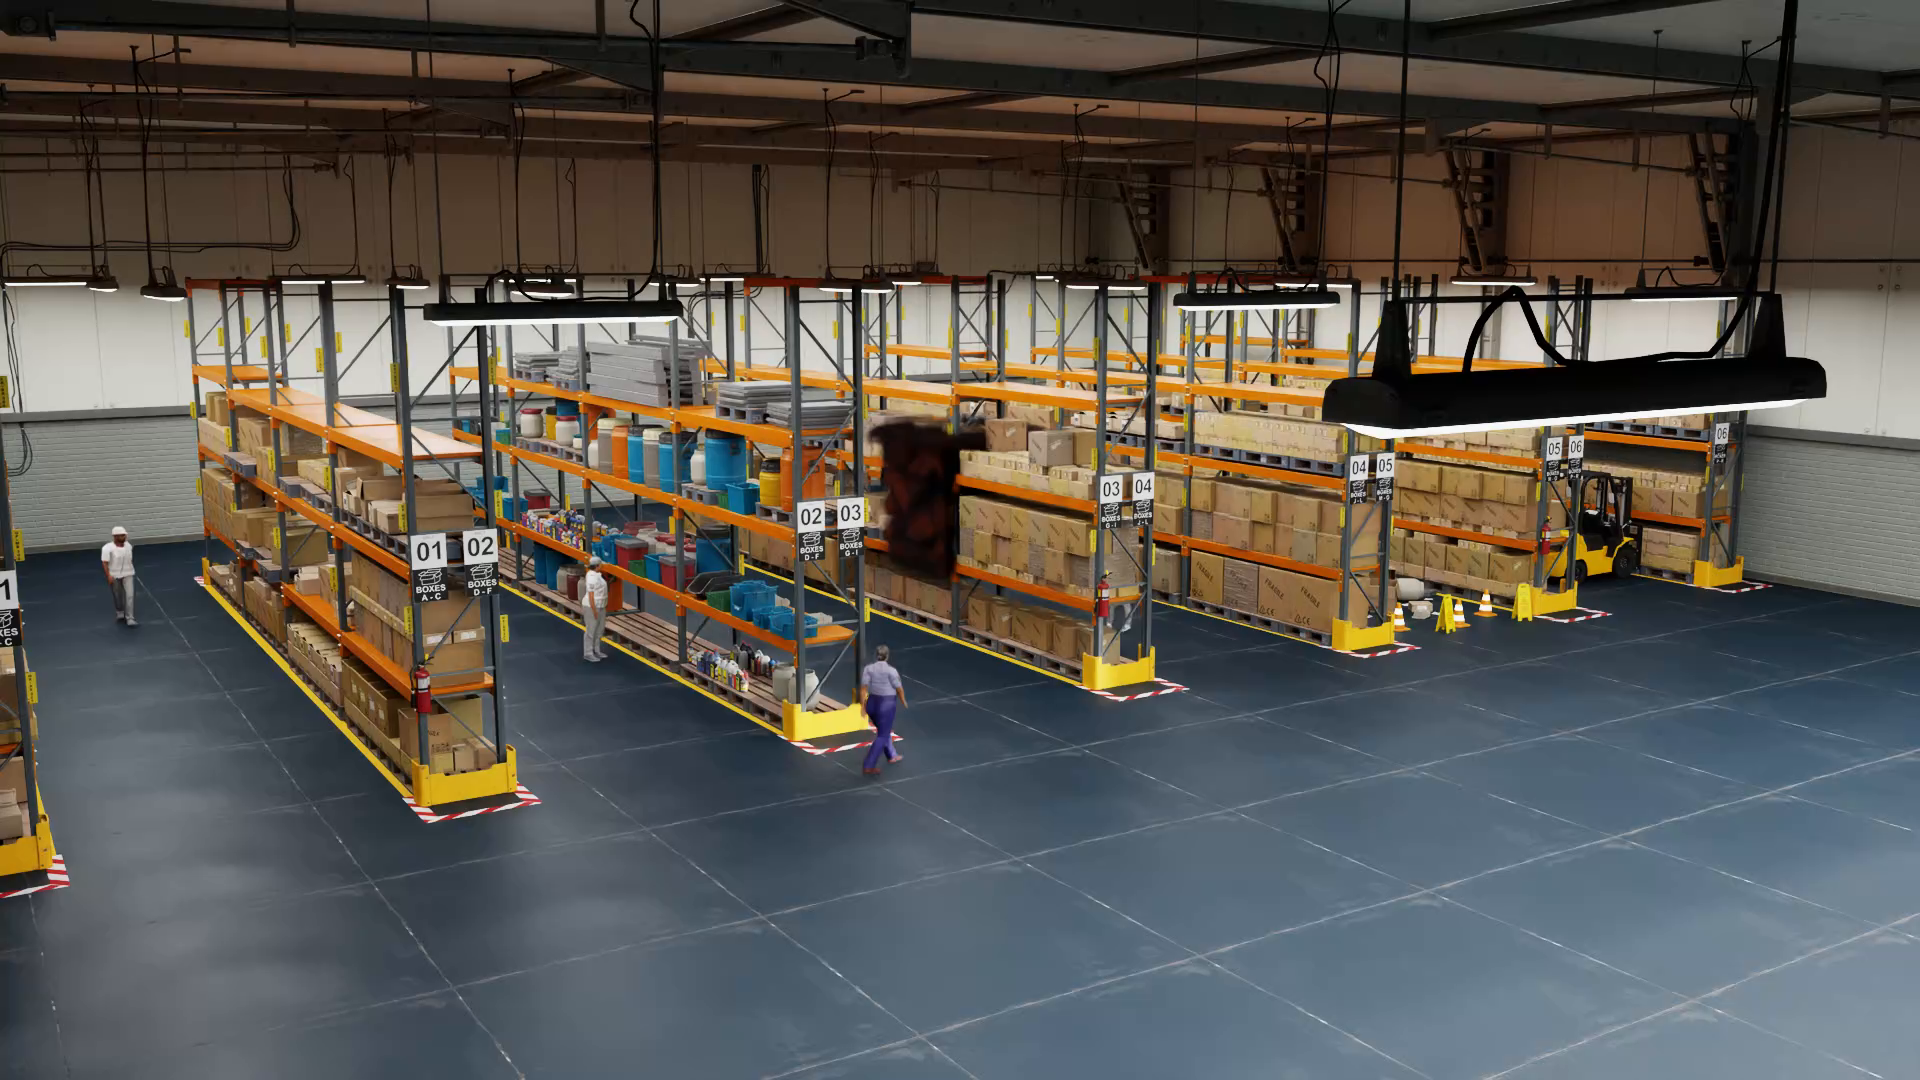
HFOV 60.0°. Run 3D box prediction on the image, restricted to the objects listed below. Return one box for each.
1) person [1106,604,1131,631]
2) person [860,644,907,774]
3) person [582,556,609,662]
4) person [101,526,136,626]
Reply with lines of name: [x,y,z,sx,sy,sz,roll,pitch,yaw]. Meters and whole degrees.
person: [2.580,0.683,27.302,0.459,1.601,0.380,4,10,23]
person: [-0.924,2.076,20.744,0.479,1.598,0.914,8,13,41]
person: [-5.821,1.086,26.567,0.409,1.680,0.511,2,10,10]
person: [-14.713,0.624,29.091,0.498,1.720,1.037,-4,10,-23]
